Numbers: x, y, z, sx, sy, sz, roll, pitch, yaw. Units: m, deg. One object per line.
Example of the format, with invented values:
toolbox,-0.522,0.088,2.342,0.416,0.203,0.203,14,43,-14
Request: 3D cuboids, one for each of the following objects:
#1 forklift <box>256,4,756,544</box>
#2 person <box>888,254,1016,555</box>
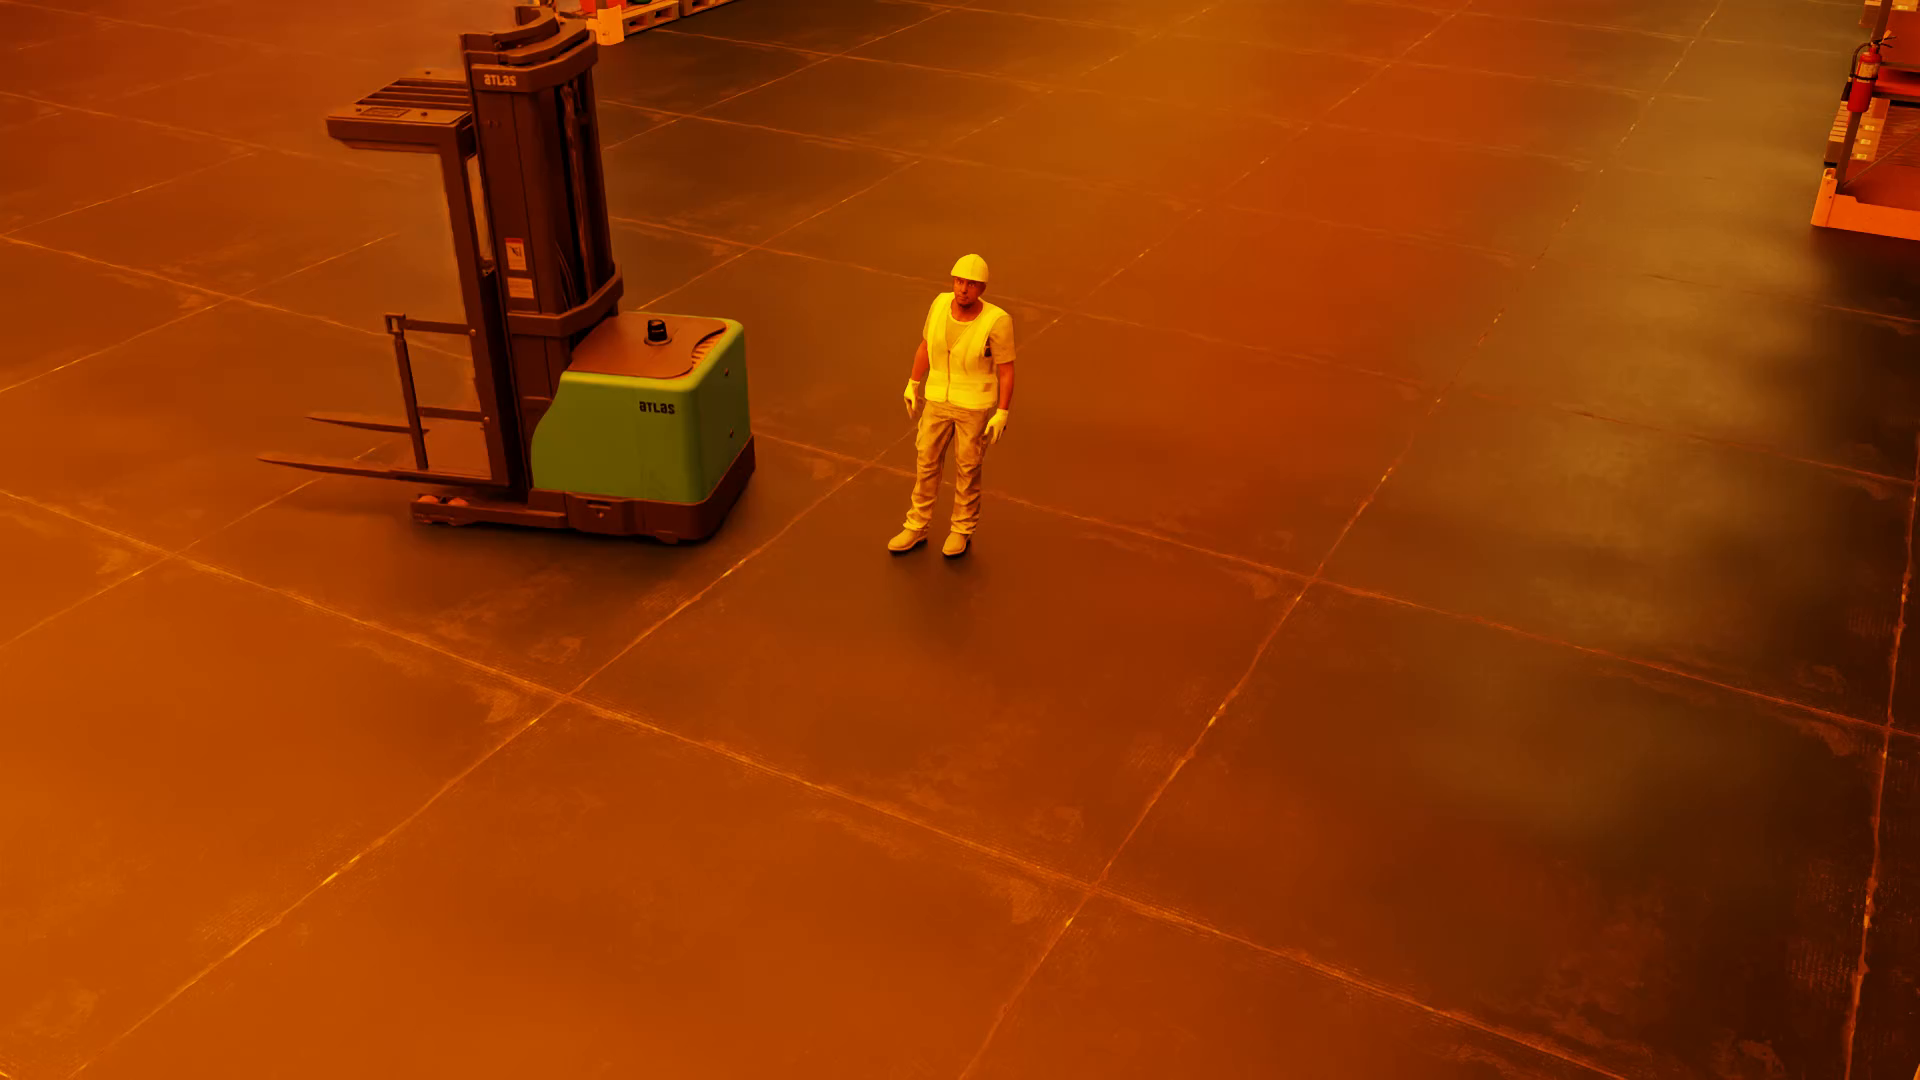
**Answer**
forklift,-2.880,-1.605,9.851,3.031,2.935,1.130,6,30,10
person,-0.042,-0.748,9.502,0.656,1.784,0.575,15,33,25
